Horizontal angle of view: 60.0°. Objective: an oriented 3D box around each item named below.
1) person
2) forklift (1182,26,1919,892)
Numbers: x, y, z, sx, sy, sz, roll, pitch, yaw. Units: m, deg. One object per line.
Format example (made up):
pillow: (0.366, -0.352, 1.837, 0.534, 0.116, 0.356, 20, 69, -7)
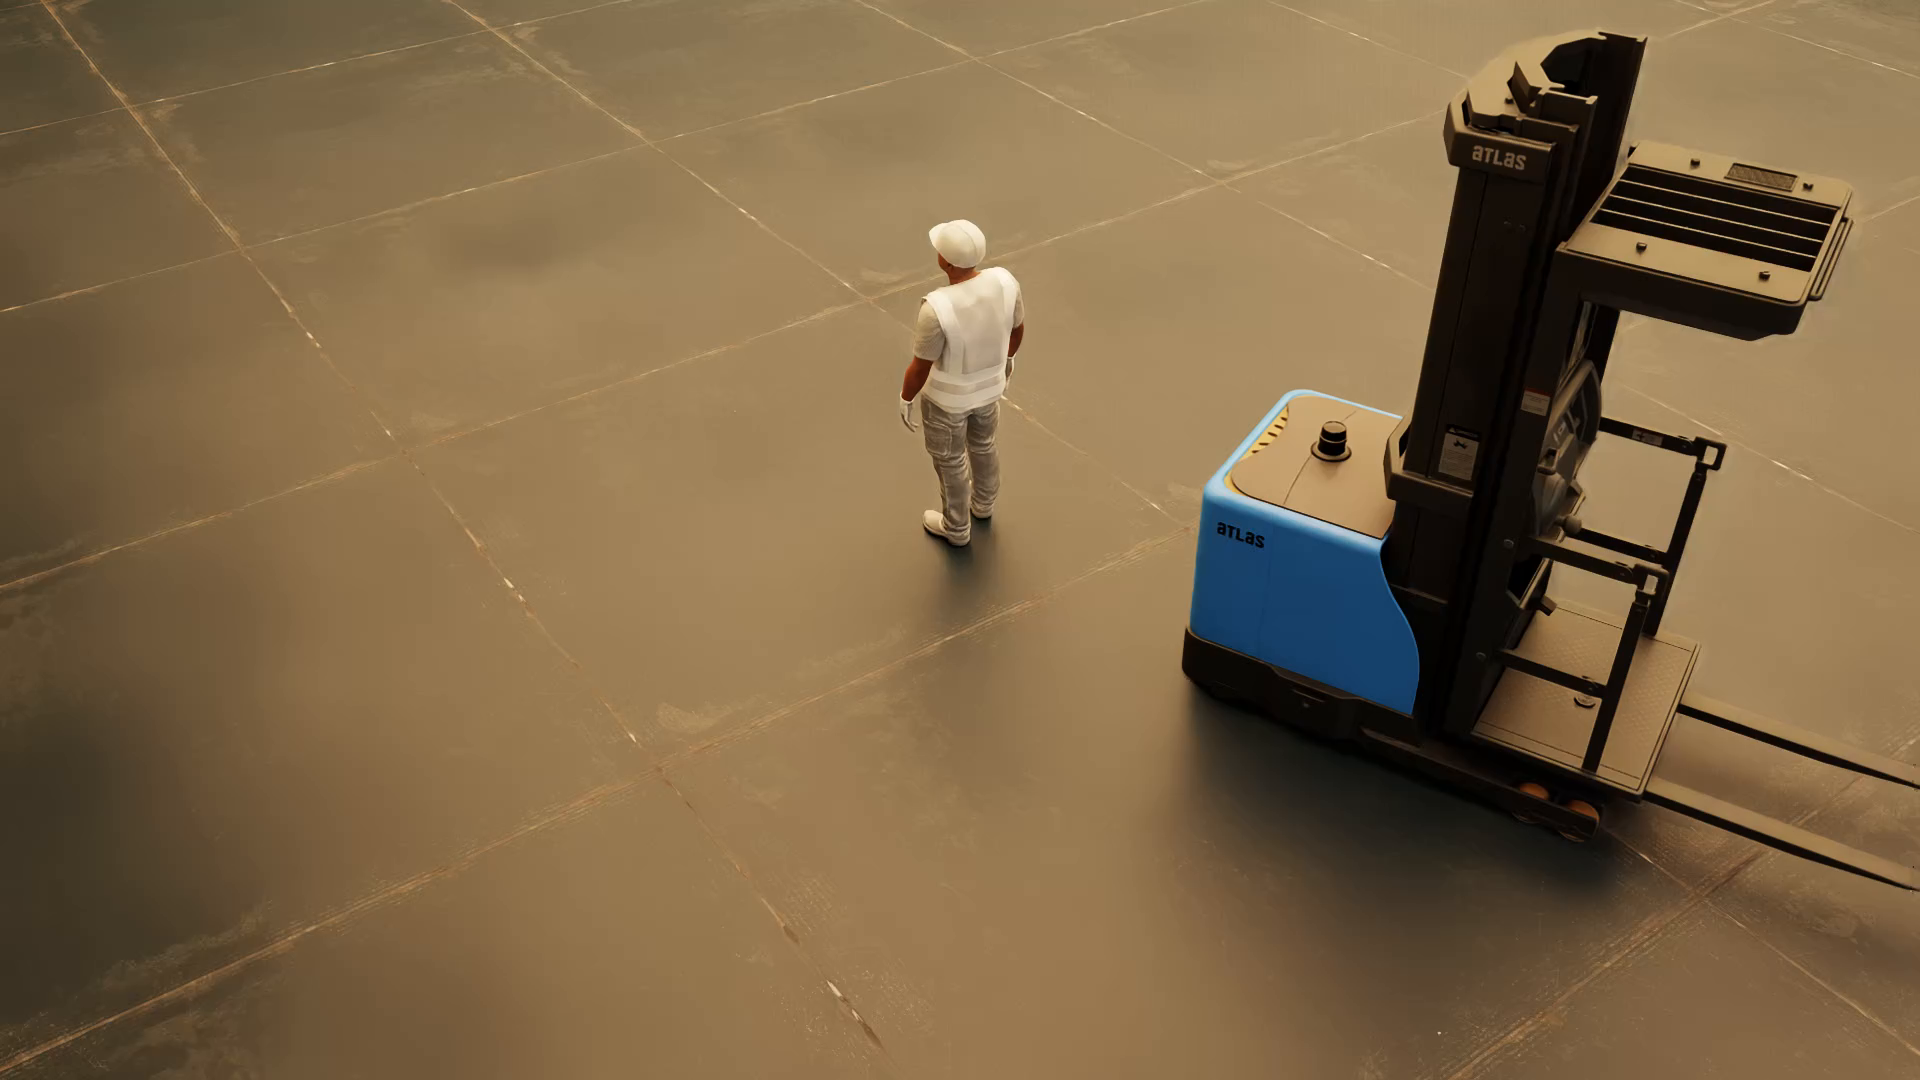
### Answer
person: (-0.036, -0.760, 7.927, 0.656, 1.784, 0.575, -23, 42, -28)
forklift: (2.526, -0.318, 6.375, 3.031, 2.935, 1.130, 20, 41, 25)
